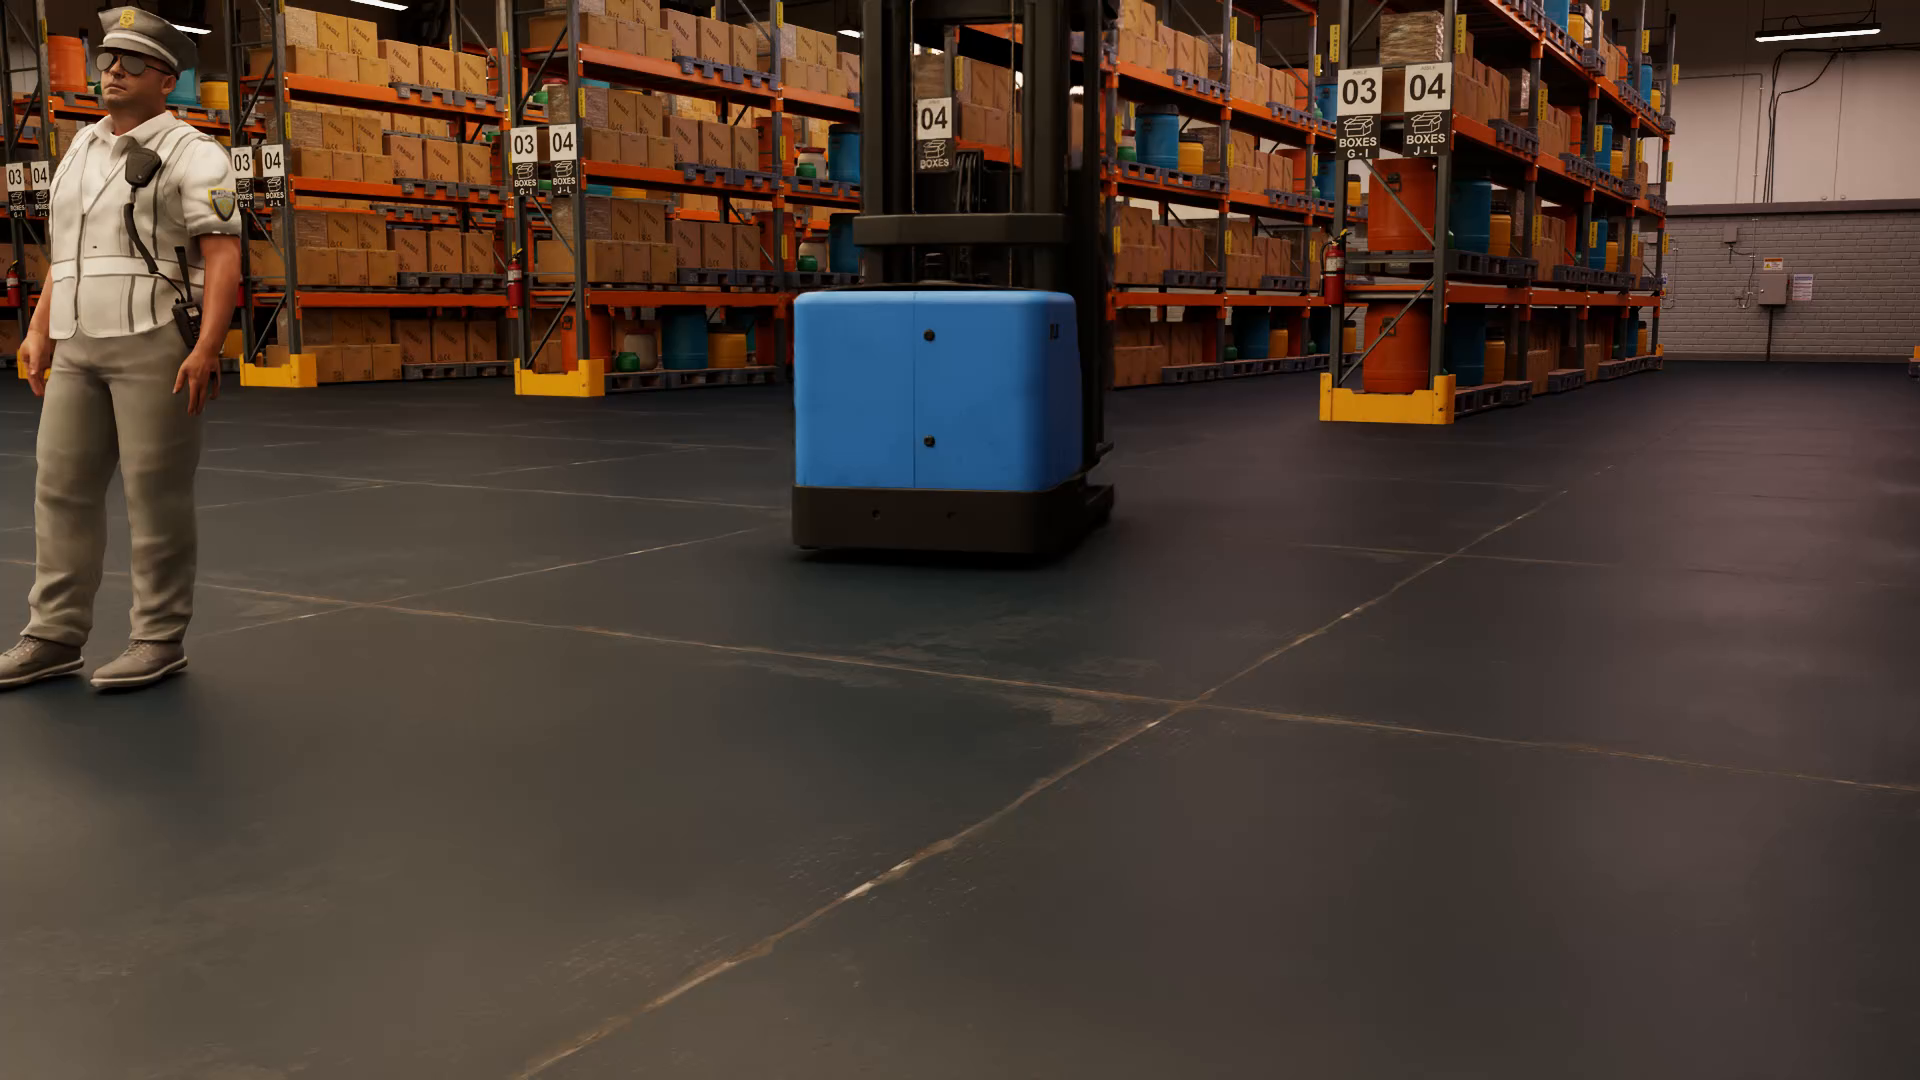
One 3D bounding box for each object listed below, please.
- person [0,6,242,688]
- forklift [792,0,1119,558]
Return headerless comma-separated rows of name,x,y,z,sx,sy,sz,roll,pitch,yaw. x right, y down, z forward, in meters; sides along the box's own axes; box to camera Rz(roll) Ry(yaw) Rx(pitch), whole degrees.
person,-2.269,-0.509,4.424,0.642,1.782,0.573,3,8,18
forklift,0.139,-1.543,7.776,1.130,2.935,3.031,2,8,12
